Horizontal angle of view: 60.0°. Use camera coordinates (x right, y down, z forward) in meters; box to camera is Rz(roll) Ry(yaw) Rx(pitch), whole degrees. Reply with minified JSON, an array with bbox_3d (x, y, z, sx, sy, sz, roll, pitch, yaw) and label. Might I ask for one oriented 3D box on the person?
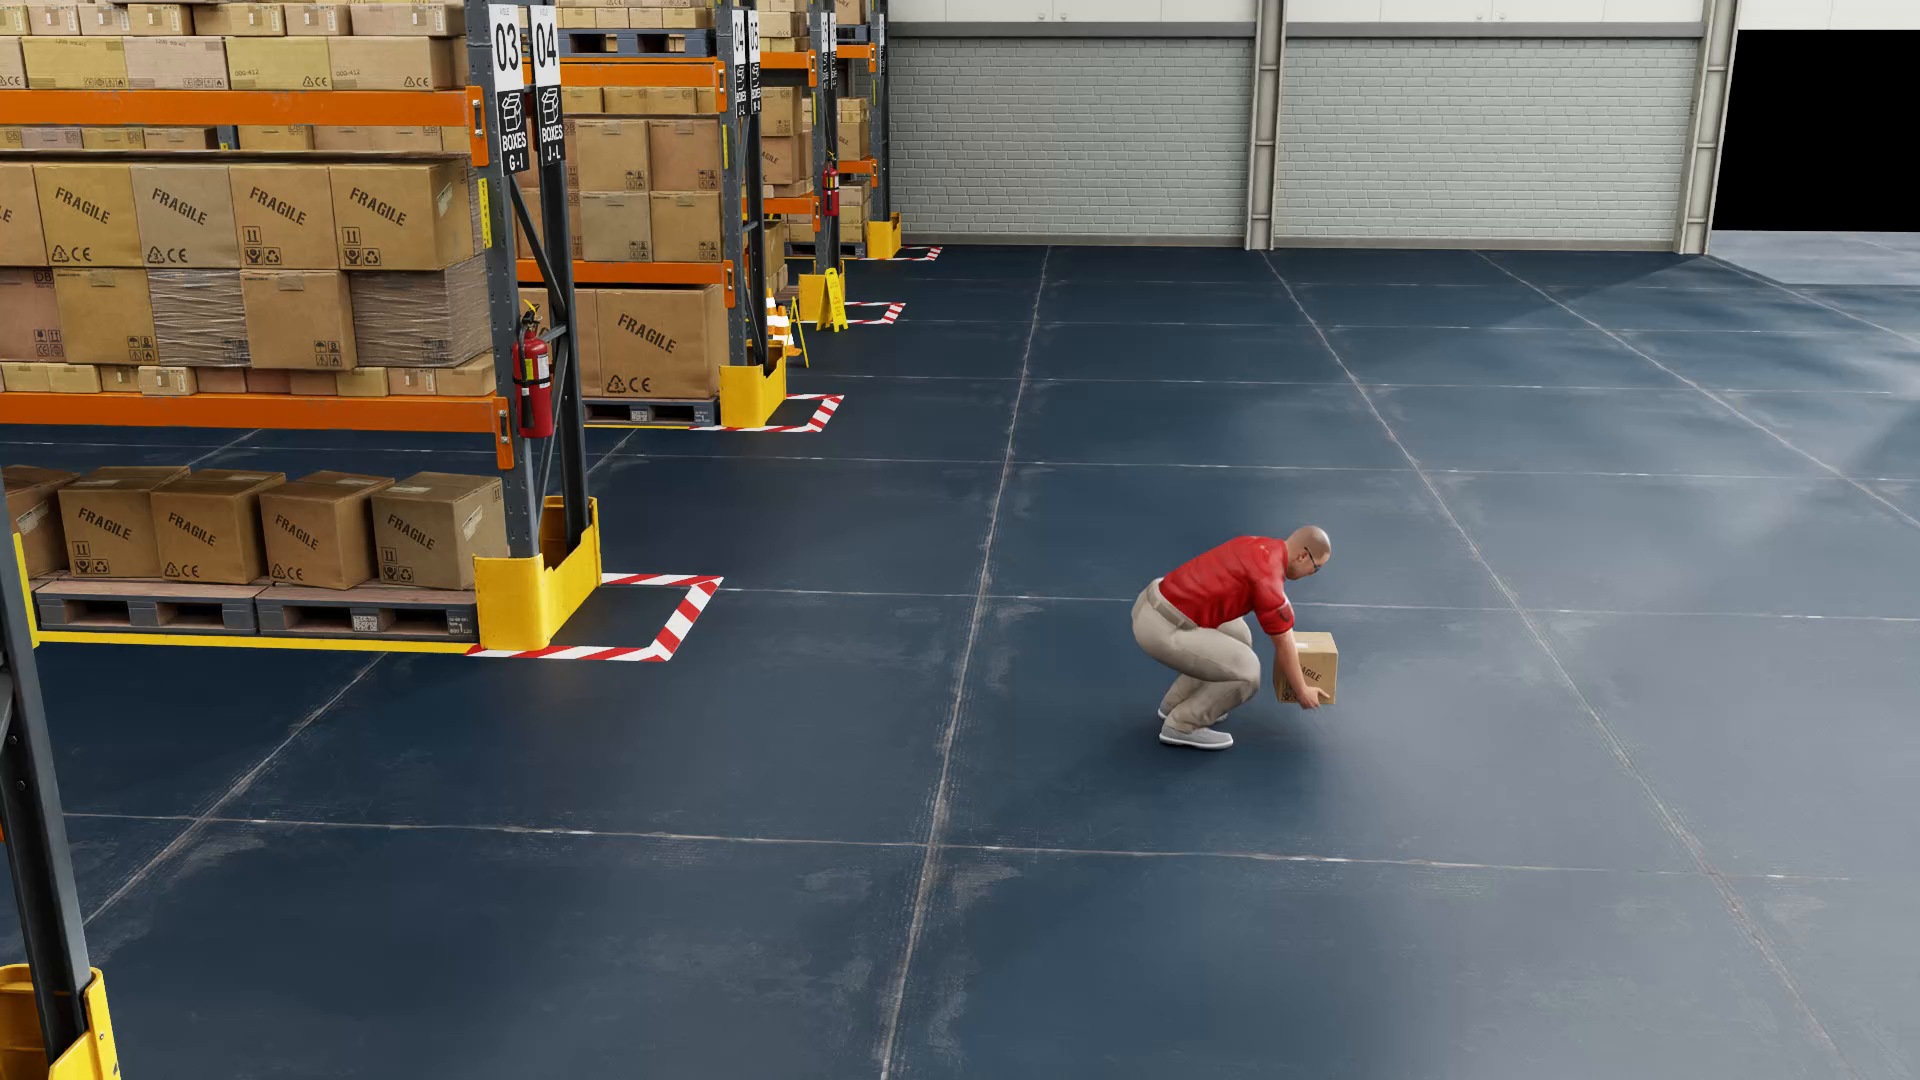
[{"bbox_3d":[1.220,0.418,7.506,0.894,0.983,0.532,1,17,2],"label":"person"}]
